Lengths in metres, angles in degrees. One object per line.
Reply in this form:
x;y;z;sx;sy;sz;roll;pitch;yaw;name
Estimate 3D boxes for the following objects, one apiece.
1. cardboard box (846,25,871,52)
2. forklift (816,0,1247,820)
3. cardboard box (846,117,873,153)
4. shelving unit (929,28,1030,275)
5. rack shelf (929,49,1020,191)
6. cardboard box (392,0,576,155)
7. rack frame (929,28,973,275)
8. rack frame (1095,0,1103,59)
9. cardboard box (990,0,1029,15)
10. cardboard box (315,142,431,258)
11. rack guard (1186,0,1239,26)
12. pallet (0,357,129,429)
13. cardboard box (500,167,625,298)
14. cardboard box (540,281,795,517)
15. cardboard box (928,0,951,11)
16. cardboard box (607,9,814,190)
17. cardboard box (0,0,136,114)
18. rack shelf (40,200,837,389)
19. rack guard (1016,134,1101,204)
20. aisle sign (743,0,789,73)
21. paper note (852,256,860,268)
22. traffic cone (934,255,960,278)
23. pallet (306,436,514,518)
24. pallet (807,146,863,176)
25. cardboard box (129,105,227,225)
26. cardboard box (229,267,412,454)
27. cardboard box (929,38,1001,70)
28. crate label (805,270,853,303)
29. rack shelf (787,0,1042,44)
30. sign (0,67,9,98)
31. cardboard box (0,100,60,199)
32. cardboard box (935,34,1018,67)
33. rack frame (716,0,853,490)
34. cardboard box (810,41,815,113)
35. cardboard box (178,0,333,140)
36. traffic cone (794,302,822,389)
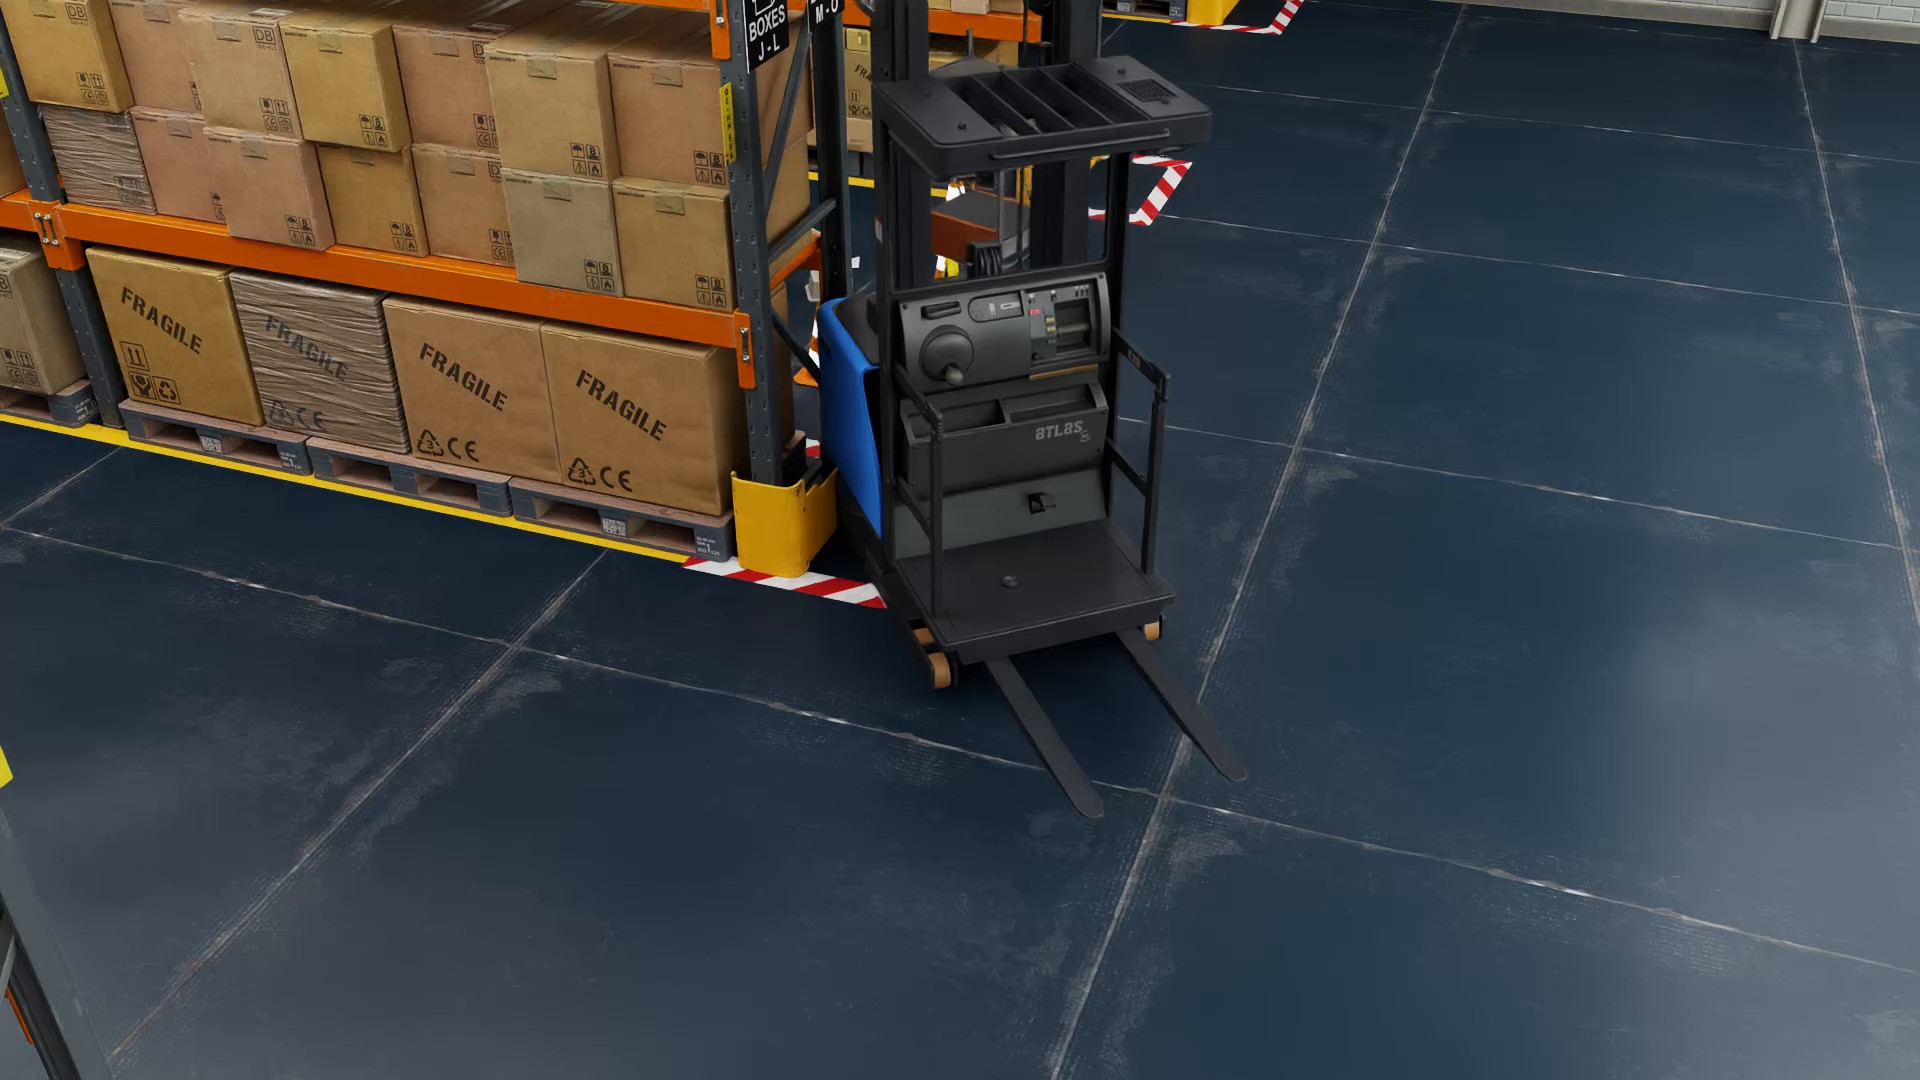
-0.629;-3.650;11.996;0.250;0.149;0.380;12;35;17;cardboard box
0.272;-0.833;6.838;1.130;2.935;3.031;-11;35;-17;forklift
-0.520;-3.078;12.399;0.500;0.250;0.500;11;34;17;cardboard box
0.123;-1.527;8.679;0.503;2.100;0.431;24;40;32;shelving unit
0.123;-2.104;8.307;0.480;0.518;0.431;24;40;32;rack shelf
-2.124;-2.231;7.806;0.550;0.550;0.875;11;34;16;cardboard box
-0.067;-1.610;8.808;0.015;2.100;0.400;24;40;32;rack frame
0.817;-3.947;11.598;0.127;3.000;1.000;11;34;16;rack frame
0.393;-3.801;11.603;0.250;0.149;0.380;12;35;18;cardboard box
-2.645;-1.841;8.197;0.500;0.550;0.875;11;34;16;cardboard box
2.511;-5.428;16.196;0.348;0.500;1.175;11;34;16;rack guard
-5.275;-1.064;9.704;1.213;0.211;1.003;11;34;16;pallet
-1.647;-1.598;7.822;0.550;0.550;0.875;11;34;16;cardboard box
-1.418;-0.775;8.257;0.875;0.875;0.875;11;35;17;cardboard box
-0.117;-3.848;11.677;0.250;0.149;0.380;10;34;16;cardboard box
-1.094;-2.005;7.457;0.550;0.550;0.875;11;34;16;cardboard box
-4.187;-2.565;8.323;0.550;0.550;0.875;11;34;16;cardboard box
-2.640;-1.465;8.416;4.000;0.370;1.077;11;34;16;rack shelf
0.746;-2.911;12.297;0.348;0.500;1.175;11;34;16;rack guard
-0.792;-2.327;6.692;0.004;0.787;0.394;11;34;16;aisle sign
-0.744;-1.856;11.097;0.142;0.019;0.148;0;33;0;paper note
-0.077;-1.672;10.413;0.334;0.463;0.336;11;34;16;traffic cone
-2.681;-0.560;8.923;1.213;0.211;1.003;11;34;16;pallet
-1.152;-3.180;12.981;1.213;0.211;1.003;11;34;16;pallet
-3.646;-2.045;8.514;0.550;0.550;0.875;11;34;16;cardboard box
-3.105;-1.103;8.765;0.875;0.875;0.875;11;35;17;cardboard box
-0.025;-3.297;12.047;0.500;0.500;0.500;11;35;17;cardboard box
-0.838;-1.648;10.676;0.298;0.136;0.250;-6;33;-9;crate label
-1.066;-4.011;12.360;4.000;0.370;1.077;11;34;16;rack shelf
-4.697;-2.307;8.064;0.005;0.325;0.100;11;34;16;sign
-5.105;-2.134;8.698;0.500;0.500;0.500;11;34;16;cardboard box
0.129;-3.576;12.480;0.500;0.500;0.500;10;34;15;cardboard box
-0.758;-1.401;7.654;0.127;3.000;1.000;11;34;16;rack frame
-0.990;-3.486;12.341;0.500;0.500;0.500;10;34;15;cardboard box
-3.169;-2.354;7.997;0.550;0.550;0.875;11;34;16;cardboard box
-0.779;-1.157;9.616;0.334;0.463;0.336;11;34;16;traffic cone
